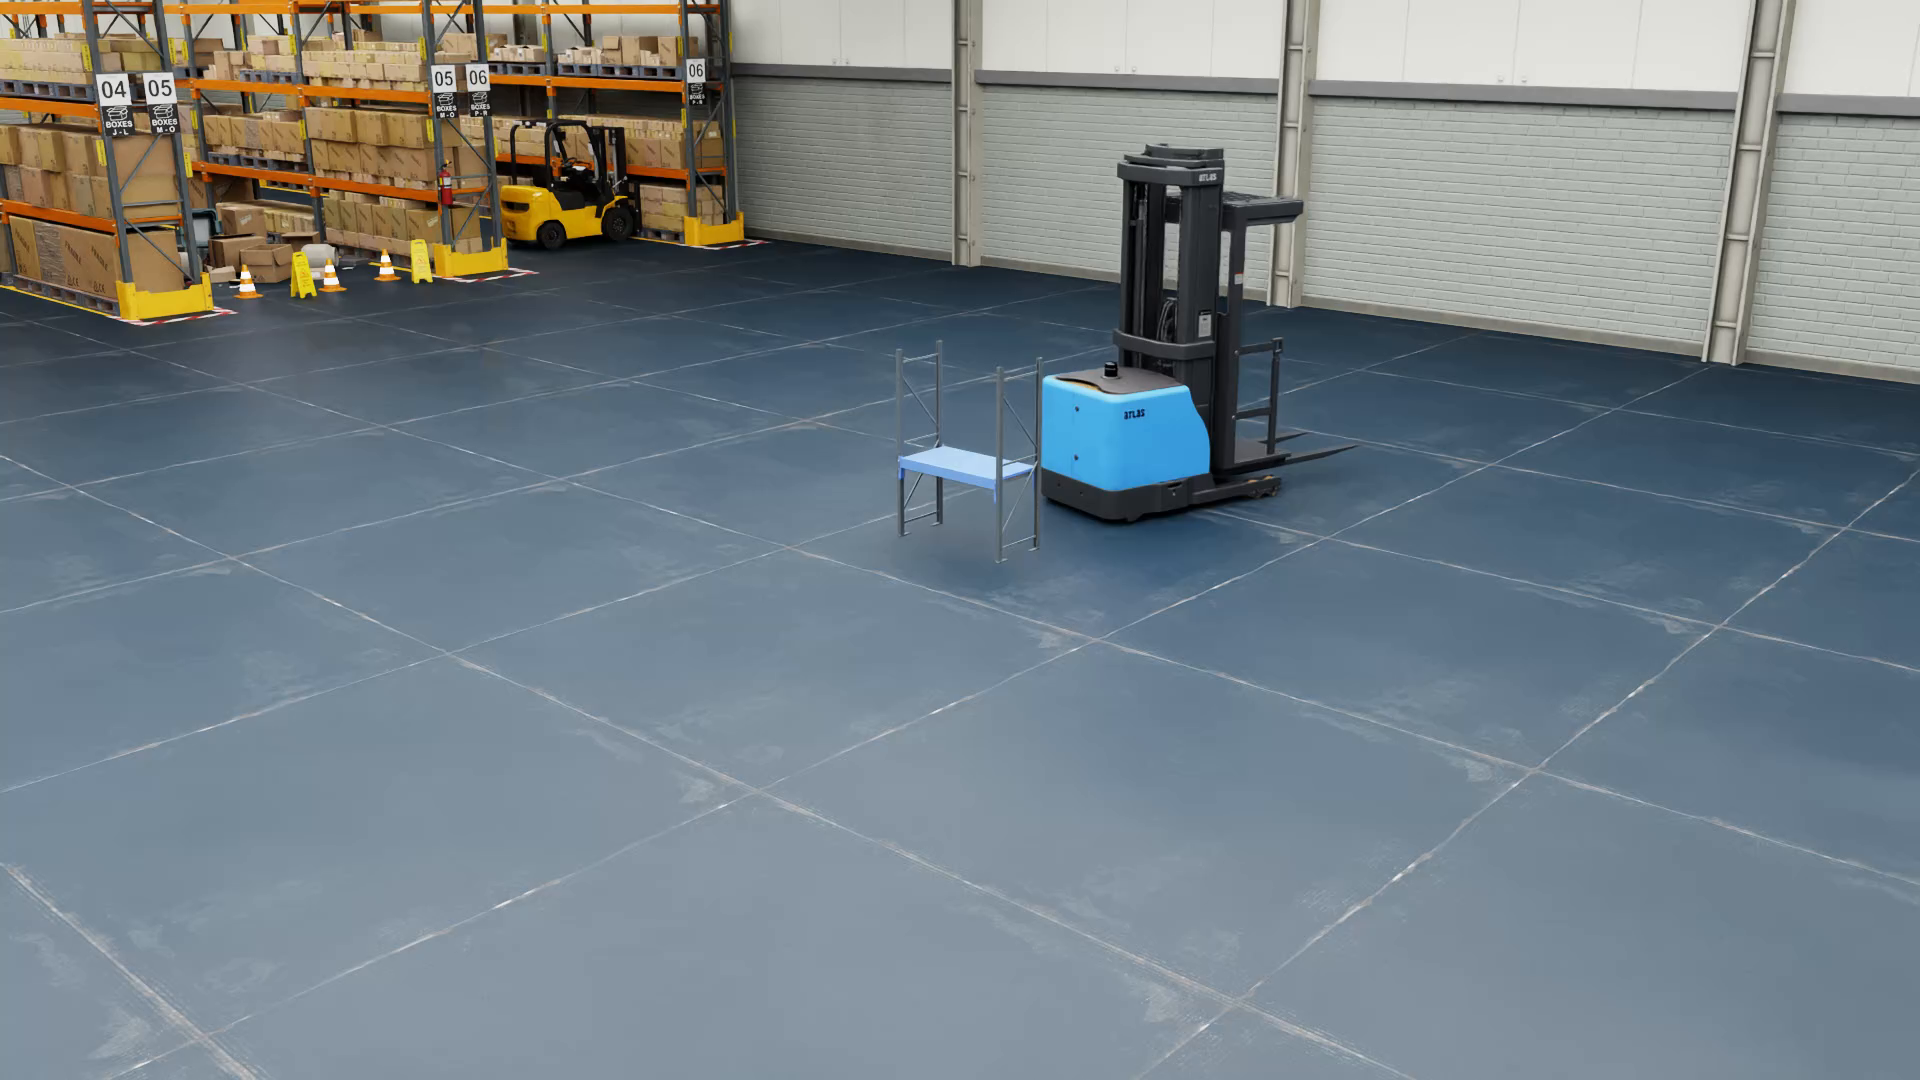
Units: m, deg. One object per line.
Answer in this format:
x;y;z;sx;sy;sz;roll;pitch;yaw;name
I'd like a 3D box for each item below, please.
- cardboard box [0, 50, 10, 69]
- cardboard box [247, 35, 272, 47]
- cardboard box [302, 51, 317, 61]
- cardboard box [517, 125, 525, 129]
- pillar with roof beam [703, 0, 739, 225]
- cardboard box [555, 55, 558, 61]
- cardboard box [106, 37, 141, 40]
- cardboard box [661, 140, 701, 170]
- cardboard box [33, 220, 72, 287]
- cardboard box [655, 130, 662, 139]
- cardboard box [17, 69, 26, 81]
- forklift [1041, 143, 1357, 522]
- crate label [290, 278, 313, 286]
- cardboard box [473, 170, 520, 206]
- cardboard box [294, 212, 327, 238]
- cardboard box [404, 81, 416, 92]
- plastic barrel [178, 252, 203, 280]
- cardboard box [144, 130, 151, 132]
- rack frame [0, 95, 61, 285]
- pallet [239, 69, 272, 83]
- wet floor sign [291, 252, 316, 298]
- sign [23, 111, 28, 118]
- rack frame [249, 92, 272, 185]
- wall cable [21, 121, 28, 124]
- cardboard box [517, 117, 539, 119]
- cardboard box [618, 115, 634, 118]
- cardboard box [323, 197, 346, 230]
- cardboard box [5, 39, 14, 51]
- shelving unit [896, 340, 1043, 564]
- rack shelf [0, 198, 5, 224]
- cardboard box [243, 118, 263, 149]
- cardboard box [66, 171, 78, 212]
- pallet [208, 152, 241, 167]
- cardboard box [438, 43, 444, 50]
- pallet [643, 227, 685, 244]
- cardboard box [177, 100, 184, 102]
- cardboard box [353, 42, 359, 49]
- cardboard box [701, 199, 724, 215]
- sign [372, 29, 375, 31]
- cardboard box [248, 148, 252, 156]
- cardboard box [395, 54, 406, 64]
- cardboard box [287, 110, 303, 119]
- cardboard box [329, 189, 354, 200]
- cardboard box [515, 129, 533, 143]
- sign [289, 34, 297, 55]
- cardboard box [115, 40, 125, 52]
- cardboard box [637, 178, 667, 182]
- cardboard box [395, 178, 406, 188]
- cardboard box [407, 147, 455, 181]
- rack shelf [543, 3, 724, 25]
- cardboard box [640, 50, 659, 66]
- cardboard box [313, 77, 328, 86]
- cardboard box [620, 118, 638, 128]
-13.388;-6.851;23.678;0.500;0.250;0.500;15;23;39;cardboard box
-16.255;-11.631;38.774;0.500;0.250;0.500;15;23;39;cardboard box
-10.718;-8.059;27.684;0.250;0.149;0.380;15;23;38;cardboard box
-8.485;-8.136;32.553;0.250;0.149;0.380;14;22;38;cardboard box
-7.233;-9.056;26.769;0.400;9.000;9.100;15;23;39;pillar with roof beam
-7.949;-9.402;32.376;0.250;0.149;0.380;15;23;39;cardboard box
-16.253;-9.547;32.417;0.500;0.500;0.500;15;23;38;cardboard box
-4.995;-6.914;29.772;0.500;0.500;0.500;14;23;38;cardboard box
-12.846;-4.231;24.302;0.875;0.875;0.875;15;23;40;cardboard box
-5.262;-7.300;29.918;0.250;0.149;0.380;16;23;40;cardboard box
-12.946;-6.518;23.288;0.250;0.149;0.380;15;23;39;cardboard box
2.163;-1.867;14.150;3.031;2.935;1.130;-12;21;-32;forklift
-10.034;-3.957;25.354;0.298;0.136;0.250;4;18;11;crate label
-9.485;-7.243;34.208;0.625;0.625;0.875;16;24;41;cardboard box
-11.131;-5.558;29.317;0.625;0.372;0.950;15;23;40;cardboard box
-8.405;-7.064;25.867;0.250;0.149;0.380;15;23;40;cardboard box
-12.080;-4.257;25.825;0.512;0.421;0.421;-3;18;-8;plastic barrel
-15.430;-7.820;32.215;0.500;0.250;0.500;14;22;38;cardboard box
-13.947;-5.366;25.060;0.127;3.000;1.000;15;23;39;rack frame
-11.905;-8.202;29.348;1.003;0.211;1.213;15;23;39;pallet
-9.619;-3.882;24.279;0.232;0.644;0.267;11;20;30;wet floor sign
-20.085;-9.241;35.710;0.005;0.325;0.100;15;23;39;sign
-16.420;-10.039;39.786;0.127;3.000;1.000;15;23;39;rack frame
-23.012;-10.850;40.660;0.122;1.984;0.588;15;23;39;wall cable
-8.675;-8.422;33.453;0.250;0.149;0.380;15;23;40;cardboard box
-6.229;-7.930;31.410;0.250;0.149;0.380;15;23;38;cardboard box
-10.475;-5.573;28.326;0.500;0.500;0.500;16;24;42;cardboard box
-13.136;-6.949;23.329;0.250;0.149;0.380;15;23;40;cardboard box
0.064;-0.698;12.831;1.048;1.500;0.538;15;23;39;shelving unit
-15.443;-5.424;26.434;4.000;0.370;1.077;15;23;39;rack shelf
-12.380;-7.246;29.632;0.500;0.500;0.500;14;22;37;cardboard box
-12.024;-4.945;23.485;0.550;0.550;0.875;15;23;39;cardboard box
-13.125;-7.099;30.837;1.003;0.211;1.213;15;23;39;pallet
-10.699;-10.317;34.799;0.250;0.149;0.380;15;23;40;cardboard box
-5.053;-5.641;30.539;1.213;0.211;1.003;15;23;39;pallet
-15.461;-8.395;32.787;0.500;0.500;0.500;16;24;41;cardboard box
-12.877;-10.633;35.761;0.250;0.149;0.380;15;23;38;cardboard box
-4.667;-6.096;30.385;0.500;0.250;0.500;16;23;40;cardboard box
-13.062;-11.226;37.061;0.005;0.325;0.100;15;23;39;sign
-12.584;-7.014;29.974;0.250;0.149;0.380;16;24;41;cardboard box
-8.564;-7.501;25.928;0.250;0.149;0.380;15;23;39;cardboard box
-11.734;-7.574;29.594;0.250;0.149;0.380;17;24;42;cardboard box
-10.421;-5.844;28.106;0.250;0.149;0.380;15;23;40;cardboard box
-8.371;-7.939;32.589;0.500;0.250;0.500;14;23;38;cardboard box
-11.102;-8.243;27.663;0.005;0.325;0.100;15;23;39;sign
-11.180;-6.690;22.511;0.250;0.149;0.380;15;23;40;cardboard box
-5.808;-6.639;31.270;0.500;0.250;0.500;14;23;38;cardboard box
-8.820;-5.737;26.644;0.250;0.149;0.380;16;23;40;cardboard box
-8.334;-5.939;26.209;0.500;0.500;0.500;15;23;38;cardboard box
-5.949;-9.554;30.190;4.000;0.370;1.077;15;23;39;rack shelf
-5.464;-8.589;29.619;0.258;0.266;0.396;15;23;39;cardboard box
-10.509;-7.632;27.657;0.250;0.149;0.380;15;23;39;cardboard box
-6.012;-7.656;30.547;0.250;0.149;0.380;15;23;40;cardboard box
